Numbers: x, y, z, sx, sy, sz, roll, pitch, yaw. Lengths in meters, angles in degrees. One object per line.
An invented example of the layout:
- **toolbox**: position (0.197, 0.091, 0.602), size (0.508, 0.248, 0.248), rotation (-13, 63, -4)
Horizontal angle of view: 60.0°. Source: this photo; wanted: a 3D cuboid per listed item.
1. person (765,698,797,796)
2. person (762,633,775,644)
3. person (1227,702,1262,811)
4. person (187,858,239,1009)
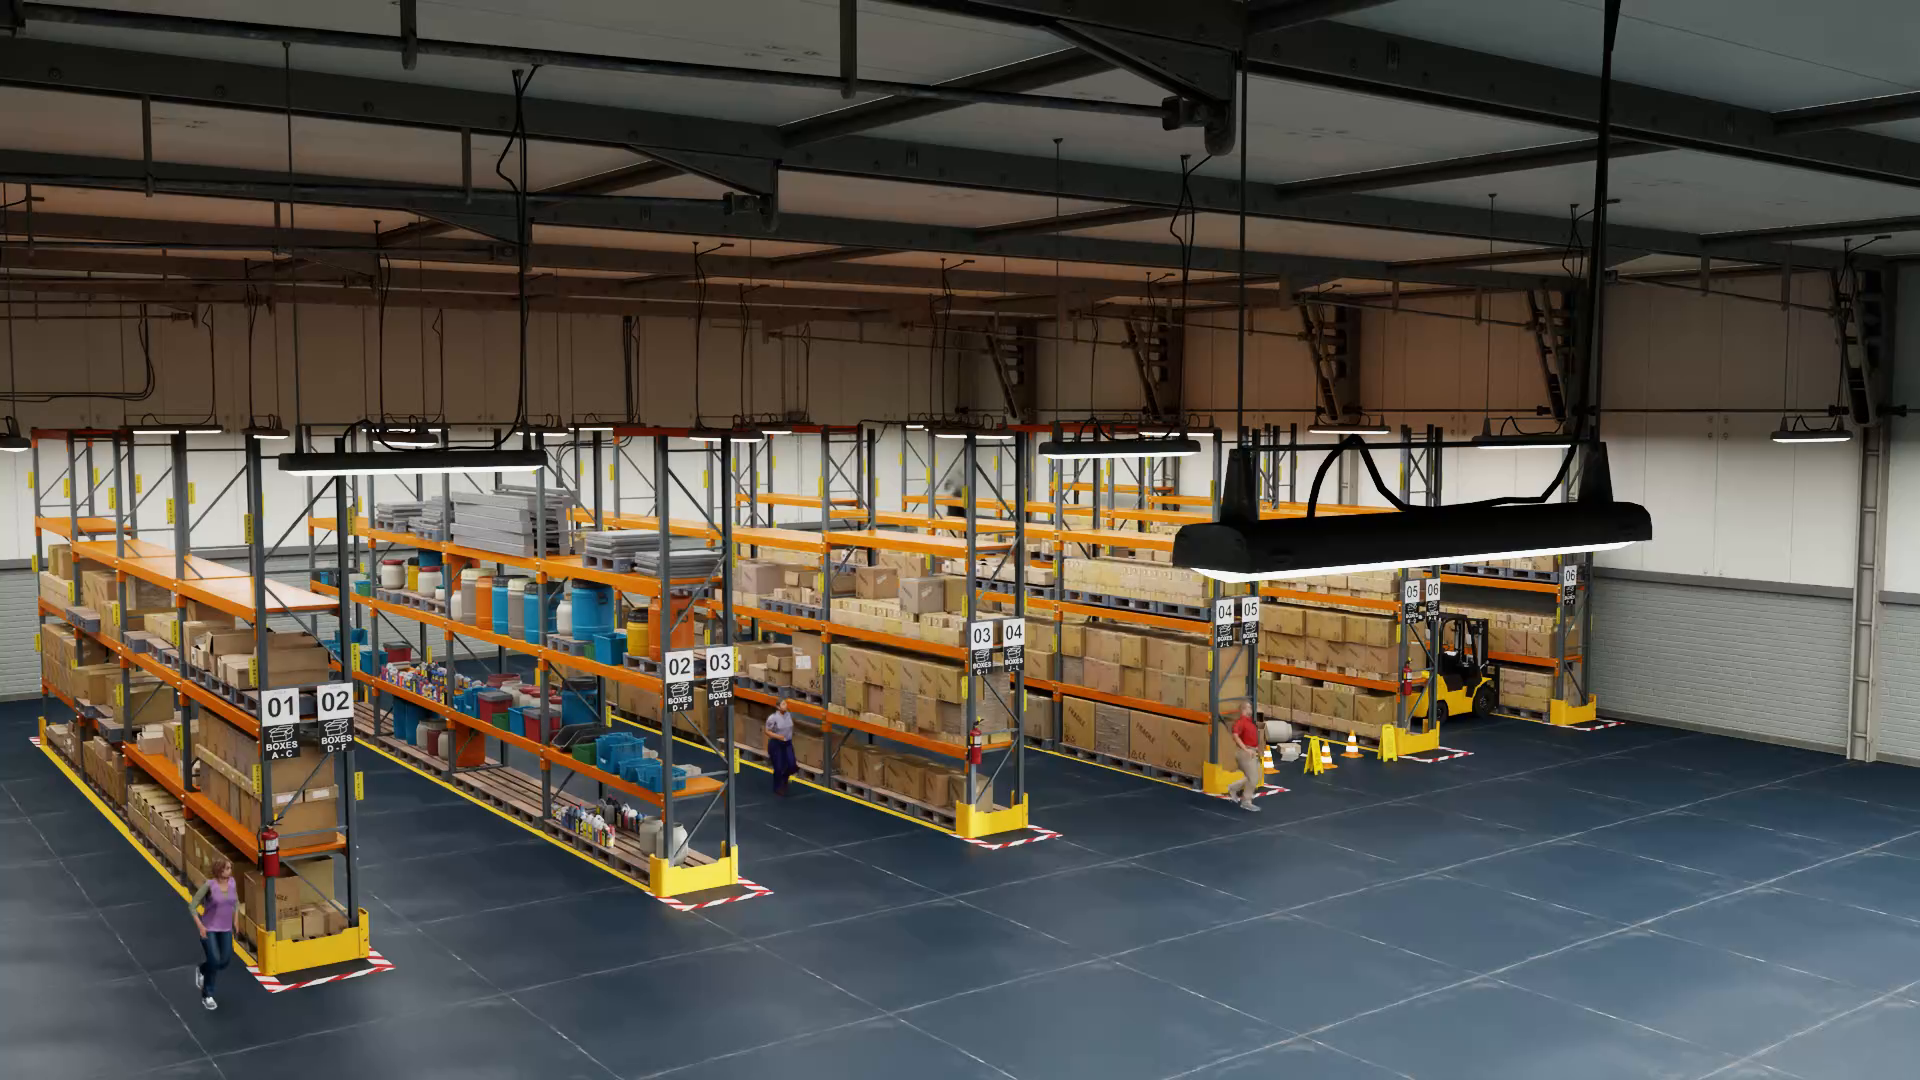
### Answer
- **person**: position (-2.896, 3.396, 27.190), size (0.586, 1.604, 0.549), rotation (-4, 6, -39)
- **person**: position (-3.974, 2.780, 34.617), size (0.605, 1.739, 0.739), rotation (-4, 6, -44)
- **person**: position (4.549, 3.428, 26.467), size (0.555, 1.699, 0.704), rotation (2, 5, 23)
- **person**: position (-8.007, 4.172, 17.827), size (0.566, 1.553, 0.574), rotation (3, 5, 34)
